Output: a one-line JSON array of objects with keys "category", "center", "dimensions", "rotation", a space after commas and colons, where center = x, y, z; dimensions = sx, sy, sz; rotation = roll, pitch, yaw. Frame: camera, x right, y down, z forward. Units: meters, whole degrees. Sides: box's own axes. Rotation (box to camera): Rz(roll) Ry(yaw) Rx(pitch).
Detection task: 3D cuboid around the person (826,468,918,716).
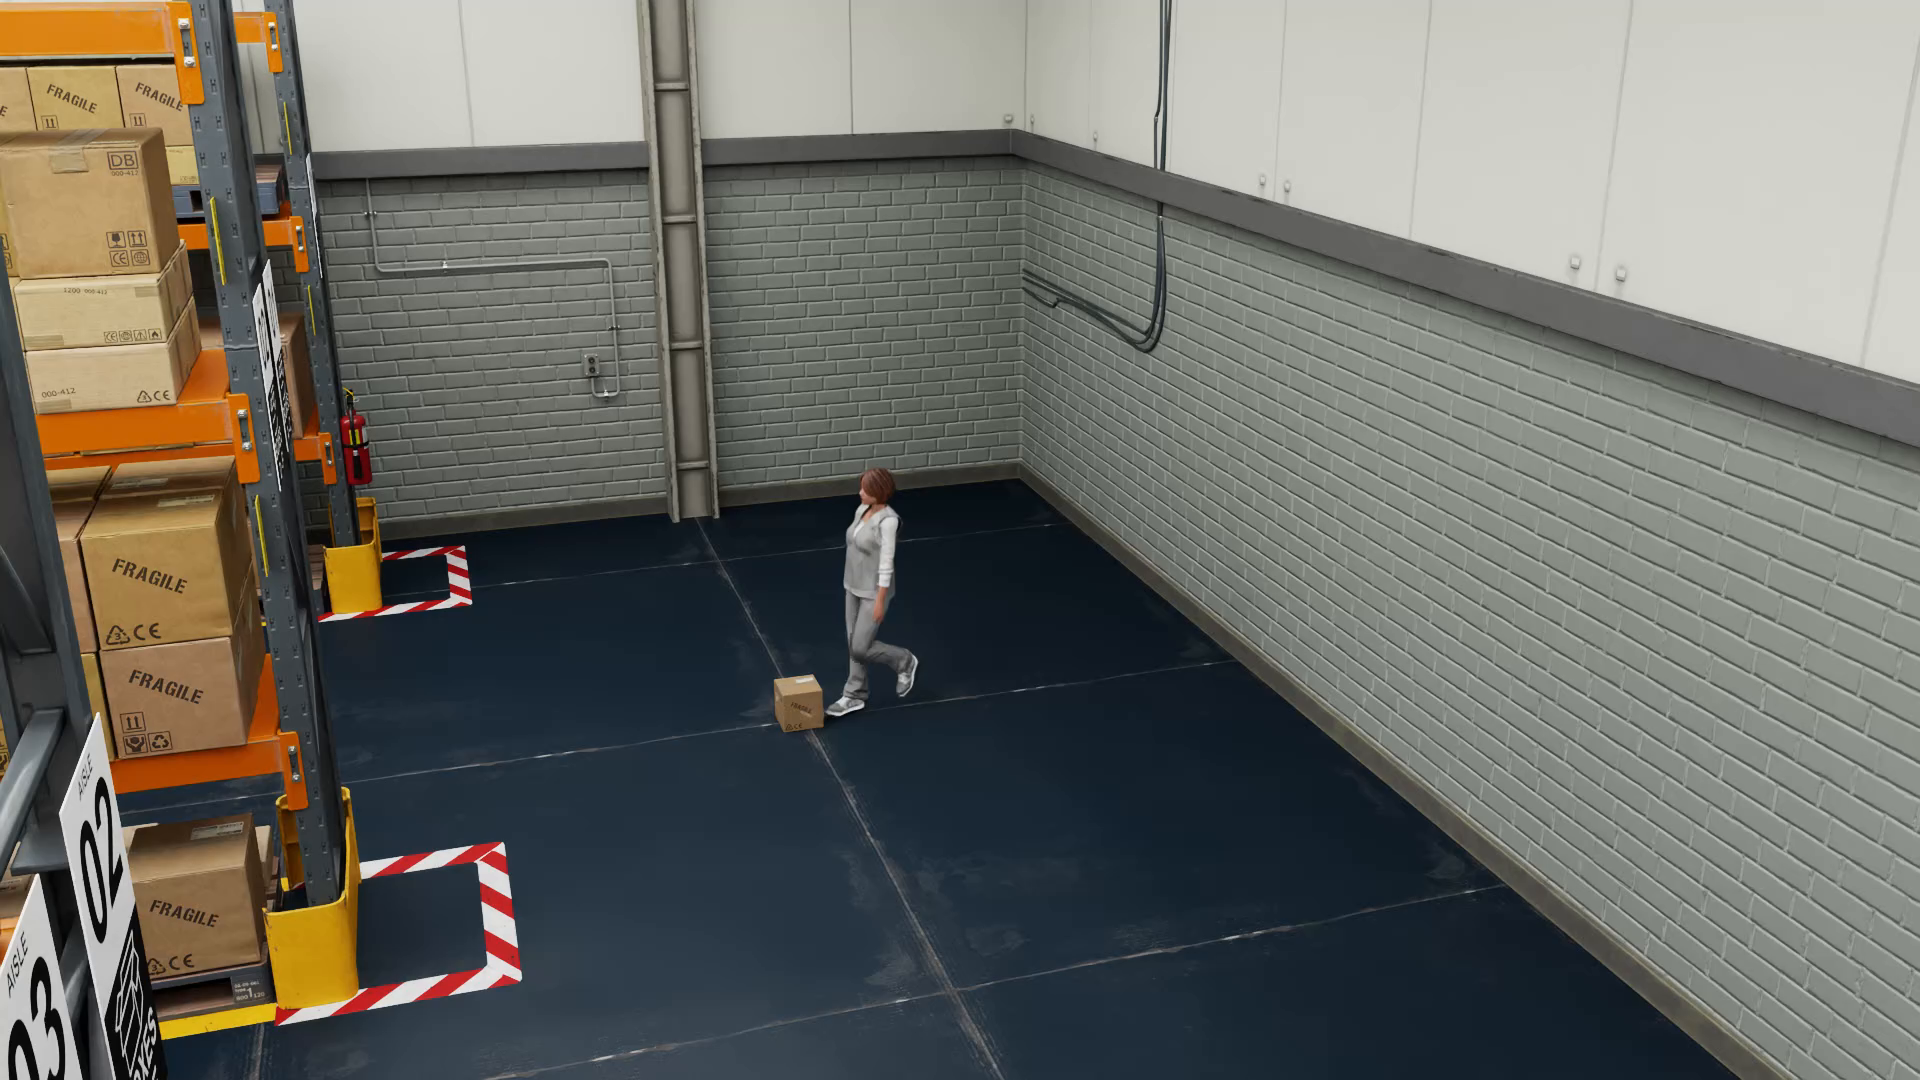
[{"category": "person", "center": [-0.542, 0.323, 10.159], "dimensions": [0.578, 1.591, 0.432], "rotation": [-12, 23, -30]}]
